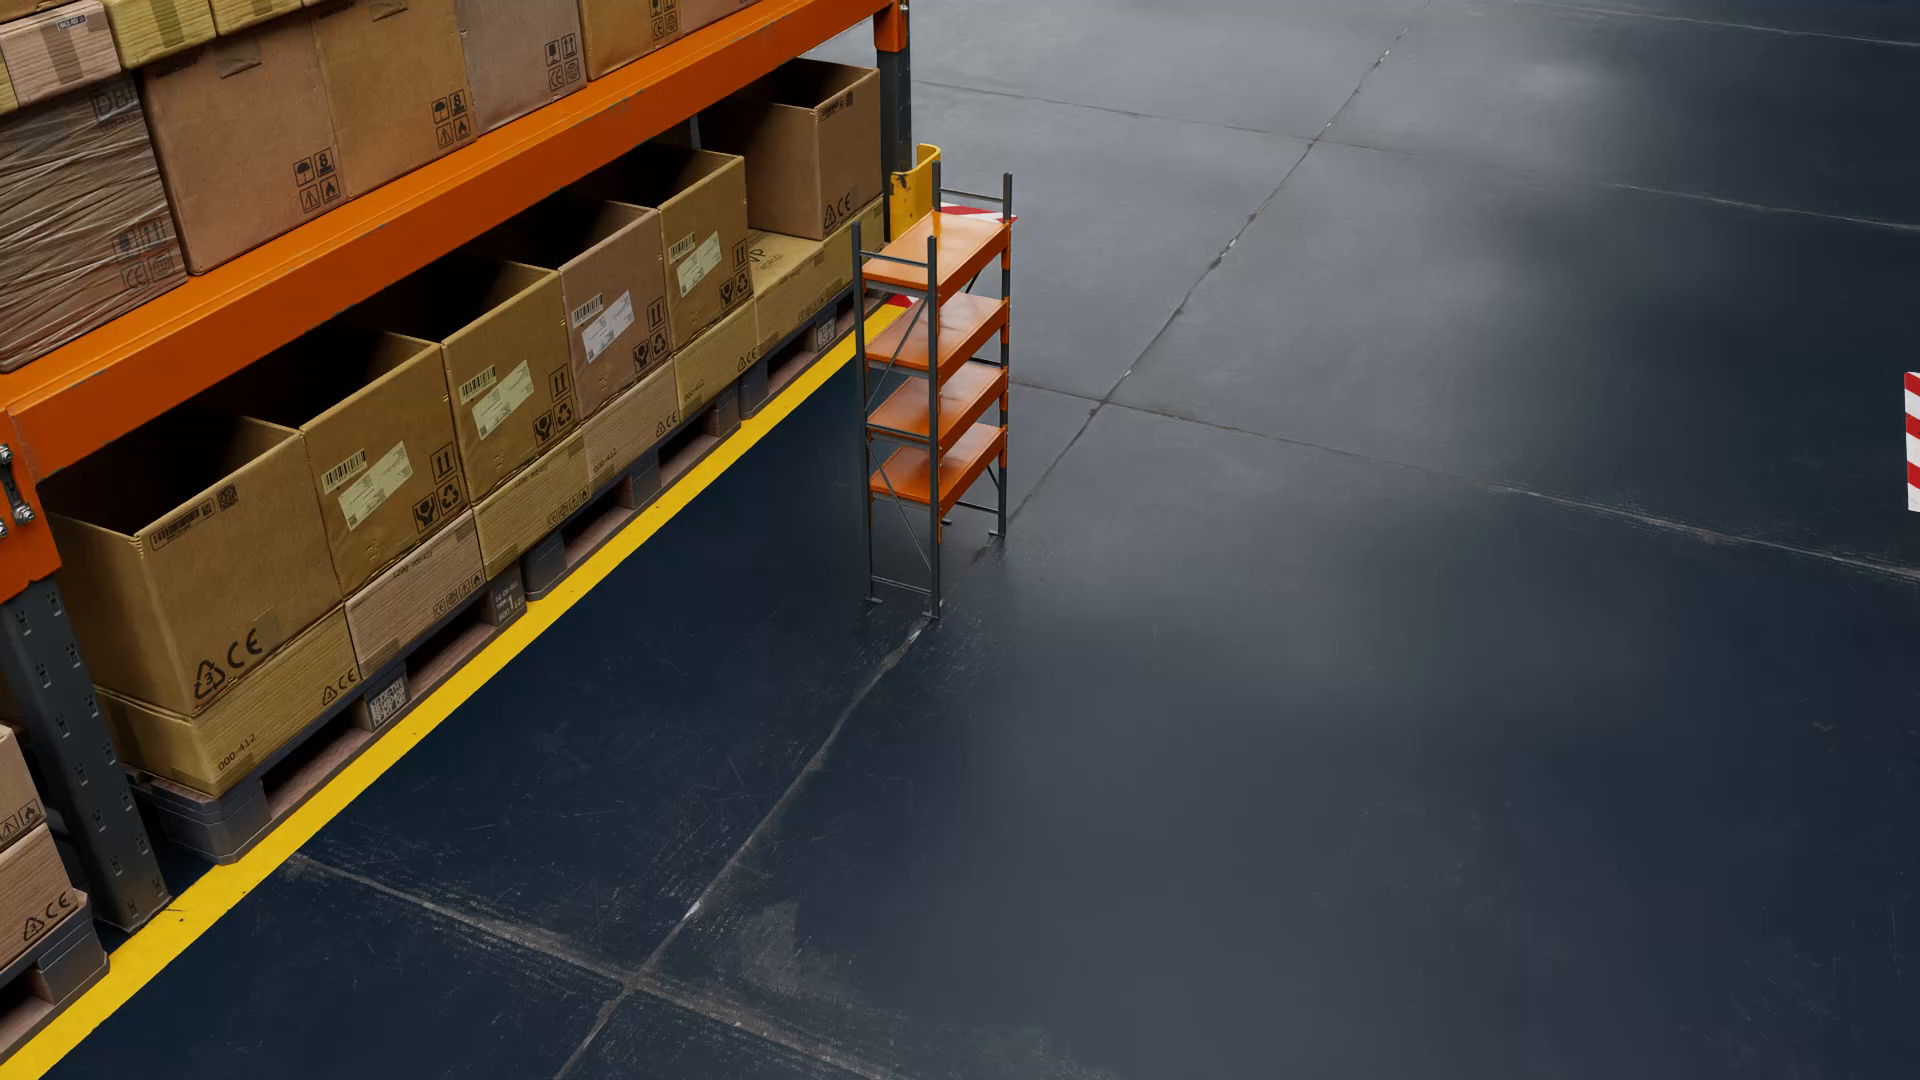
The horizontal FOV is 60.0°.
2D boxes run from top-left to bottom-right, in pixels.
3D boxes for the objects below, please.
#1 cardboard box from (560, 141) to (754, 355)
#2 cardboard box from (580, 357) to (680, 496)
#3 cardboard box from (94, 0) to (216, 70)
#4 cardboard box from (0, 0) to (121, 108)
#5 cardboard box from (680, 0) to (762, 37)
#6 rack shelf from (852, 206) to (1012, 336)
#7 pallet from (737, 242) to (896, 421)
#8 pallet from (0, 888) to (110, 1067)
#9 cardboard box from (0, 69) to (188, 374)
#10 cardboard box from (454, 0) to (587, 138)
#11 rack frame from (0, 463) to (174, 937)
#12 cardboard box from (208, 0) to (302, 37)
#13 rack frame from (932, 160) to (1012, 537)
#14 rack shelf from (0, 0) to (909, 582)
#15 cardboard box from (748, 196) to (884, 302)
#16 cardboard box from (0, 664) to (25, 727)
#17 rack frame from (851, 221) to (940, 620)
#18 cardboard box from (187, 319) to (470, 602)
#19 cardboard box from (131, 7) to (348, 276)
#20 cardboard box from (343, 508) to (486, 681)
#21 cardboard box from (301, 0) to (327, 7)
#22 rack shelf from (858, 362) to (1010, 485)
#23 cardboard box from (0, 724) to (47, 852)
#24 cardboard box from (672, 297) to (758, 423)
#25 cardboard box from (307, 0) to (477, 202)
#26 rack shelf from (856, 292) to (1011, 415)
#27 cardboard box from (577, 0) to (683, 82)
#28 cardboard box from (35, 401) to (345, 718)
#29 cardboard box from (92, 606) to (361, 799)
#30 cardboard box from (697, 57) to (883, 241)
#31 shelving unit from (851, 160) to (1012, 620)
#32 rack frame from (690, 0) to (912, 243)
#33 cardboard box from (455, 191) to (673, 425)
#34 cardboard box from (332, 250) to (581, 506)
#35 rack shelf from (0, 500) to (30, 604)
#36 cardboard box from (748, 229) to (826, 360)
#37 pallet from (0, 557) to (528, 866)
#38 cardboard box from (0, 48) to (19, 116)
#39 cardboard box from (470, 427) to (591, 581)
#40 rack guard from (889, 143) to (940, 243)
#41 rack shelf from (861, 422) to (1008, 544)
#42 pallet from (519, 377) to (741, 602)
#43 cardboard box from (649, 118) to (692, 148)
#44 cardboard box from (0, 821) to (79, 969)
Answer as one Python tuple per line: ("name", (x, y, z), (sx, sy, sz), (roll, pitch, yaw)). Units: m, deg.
("cardboard box", (-1.031, -0.976, 5.444), (0.500, 0.500, 0.500), (14, 36, 20))
("cardboard box", (-1.244, -0.415, 5.272), (0.500, 0.250, 0.500), (14, 36, 20))
("cardboard box", (-1.846, -1.138, 3.567), (0.380, 0.149, 0.250), (13, 36, 19))
("cardboard box", (-1.952, -1.009, 3.371), (0.380, 0.149, 0.250), (15, 36, 21))
("cardboard box", (-1.094, -2.023, 5.509), (0.700, 0.500, 0.500), (15, 36, 22))
("rack shelf", (-0.069, -0.748, 4.580), (0.258, 0.148, 0.480), (14, 36, 20))
("pallet", (-0.954, -0.917, 6.456), (1.003, 0.211, 1.213), (14, 36, 20))
("pallet", (-2.618, 1.060, 3.440), (1.003, 0.211, 1.213), (14, 36, 20))
("cardboard box", (-2.165, -0.746, 3.561), (0.700, 0.500, 0.500), (13, 36, 19))
("cardboard box", (-1.524, -1.514, 4.733), (0.700, 0.500, 0.500), (15, 36, 22))
("rack frame", (-2.345, -0.482, 3.249), (1.000, 3.000, 0.127), (14, 36, 20))
("cardboard box", (-1.737, -1.269, 3.767), (0.380, 0.149, 0.250), (14, 36, 20))
("rack frame", (0.033, -0.541, 4.981), (0.240, 1.200, 0.015), (14, 36, 20))
("rack shelf", (-1.509, -1.177, 4.965), (1.077, 0.370, 4.000), (14, 36, 20))
("cardboard box", (-0.628, -1.165, 6.415), (0.500, 0.250, 0.500), (14, 36, 20))
("cardboard box", (-2.350, 0.212, 4.316), (0.500, 0.250, 0.500), (14, 36, 20))
("rack frame", (-0.171, -0.298, 4.610), (0.240, 1.200, 0.015), (14, 36, 20))
("cardboard box", (-1.665, -0.231, 4.307), (0.500, 0.500, 0.500), (14, 36, 20))
("cardboard box", (-1.951, -1.010, 3.964), (0.700, 0.500, 0.500), (14, 36, 20))
("cardboard box", (-1.662, 0.083, 4.512), (0.500, 0.250, 0.500), (14, 36, 20))
("cardboard box", (-1.631, -1.393, 3.956), (0.380, 0.149, 0.250), (13, 35, 19))
("rack shelf", (-0.069, -0.363, 4.832), (0.258, 0.148, 0.480), (14, 36, 20))
("cardboard box", (-2.254, 0.526, 3.326), (0.500, 0.311, 0.500), (14, 36, 20))
("cardboard box", (-1.034, -0.663, 5.651), (0.500, 0.250, 0.500), (14, 36, 20))
("cardboard box", (-1.737, -1.259, 4.343), (0.700, 0.500, 0.500), (15, 36, 21))
("rack shelf", (-0.069, -0.550, 4.710), (0.258, 0.148, 0.480), (14, 36, 20))
("cardboard box", (-1.307, -1.777, 5.134), (0.700, 0.500, 0.500), (14, 36, 21))
("cardboard box", (-1.867, 0.020, 3.925), (0.500, 0.500, 0.500), (14, 36, 20))
("cardboard box", (-1.876, 0.331, 4.134), (0.500, 0.250, 0.500), (14, 36, 20))
("cardboard box", (-0.626, -1.478, 6.209), (0.500, 0.500, 0.500), (14, 36, 20))
("shelving unit", (-0.069, -0.419, 4.795), (0.258, 1.200, 0.503), (14, 36, 20))
("rack frame", (-0.672, -2.474, 6.287), (1.000, 3.000, 0.127), (14, 36, 20))
("cardboard box", (-1.241, -0.728, 5.065), (0.500, 0.500, 0.500), (14, 36, 20))
("cardboard box", (-1.449, -0.478, 4.684), (0.500, 0.500, 0.500), (14, 36, 20))
("rack shelf", (-3.182, 0.815, 1.927), (1.077, 0.370, 4.000), (14, 36, 20))
("cardboard box", (-0.826, -0.913, 6.031), (0.500, 0.250, 0.500), (14, 36, 20))
("pallet", (-1.974, 0.298, 4.603), (1.003, 0.211, 1.213), (14, 36, 20))
("cardboard box", (-2.057, -0.884, 3.180), (0.380, 0.149, 0.250), (14, 36, 20))
("cardboard box", (-1.448, -0.164, 4.890), (0.500, 0.250, 0.500), (14, 36, 20))
("rack guard", (-0.662, -1.440, 6.991), (1.175, 0.500, 0.348), (14, 36, 20))
("rack shelf", (-0.069, -0.197, 4.941), (0.258, 0.148, 0.480), (14, 36, 20))
("pallet", (-1.465, -0.312, 5.533), (1.003, 0.211, 1.213), (14, 36, 20))
("cardboard box", (-1.306, -1.348, 6.010), (0.500, 0.500, 0.500), (14, 36, 20))
("cardboard box", (-2.255, 0.766, 3.471), (0.500, 0.250, 0.500), (14, 36, 20))
